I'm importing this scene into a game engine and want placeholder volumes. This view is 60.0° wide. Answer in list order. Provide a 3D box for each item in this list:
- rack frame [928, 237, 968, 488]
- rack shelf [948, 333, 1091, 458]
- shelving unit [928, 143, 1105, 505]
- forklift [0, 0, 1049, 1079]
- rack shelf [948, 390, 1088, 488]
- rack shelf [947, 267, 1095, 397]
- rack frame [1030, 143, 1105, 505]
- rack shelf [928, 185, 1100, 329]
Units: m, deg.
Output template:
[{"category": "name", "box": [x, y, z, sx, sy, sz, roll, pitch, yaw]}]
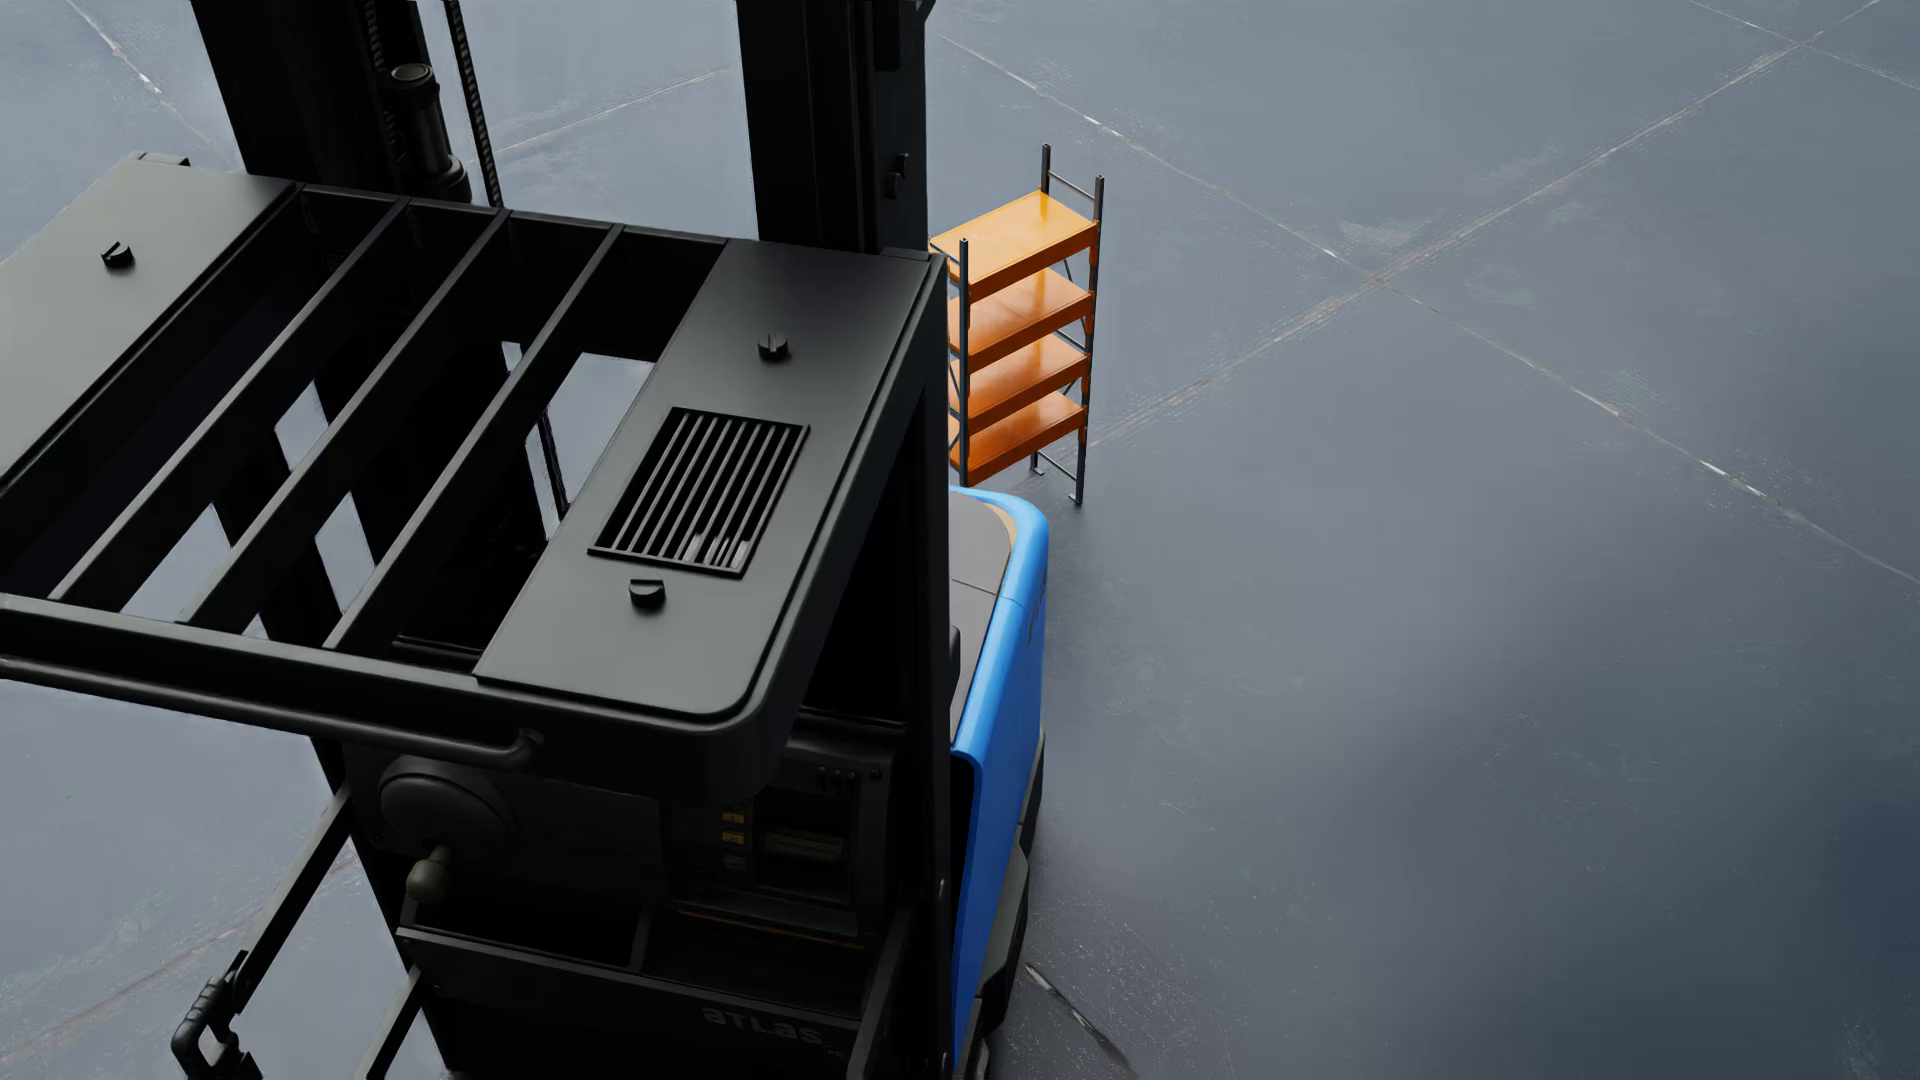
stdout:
[{"category": "rack frame", "box": [-0.060, -0.403, 4.803, 0.015, 1.200, 0.240, -30, 51, -28]}, {"category": "rack shelf", "box": [0.127, -0.461, 4.963, 0.480, 0.148, 0.258, -30, 51, -28]}, {"category": "shelving unit", "box": [0.127, -0.510, 4.917, 0.503, 1.200, 0.258, -30, 51, -28]}, {"category": "forklift", "box": [-0.610, 0.531, 2.544, 1.130, 2.935, 3.031, 9, 44, 9]}, {"category": "rack shelf", "box": [0.127, -0.316, 5.099, 0.480, 0.148, 0.258, -30, 51, -28]}, {"category": "rack shelf", "box": [0.127, -0.624, 4.810, 0.480, 0.148, 0.258, -30, 51, -28]}, {"category": "rack frame", "box": [0.314, -0.617, 5.031, 0.015, 1.200, 0.240, -30, 51, -28]}, {"category": "rack shelf", "box": [0.127, -0.797, 4.648, 0.480, 0.148, 0.258, -30, 51, -28]}]
